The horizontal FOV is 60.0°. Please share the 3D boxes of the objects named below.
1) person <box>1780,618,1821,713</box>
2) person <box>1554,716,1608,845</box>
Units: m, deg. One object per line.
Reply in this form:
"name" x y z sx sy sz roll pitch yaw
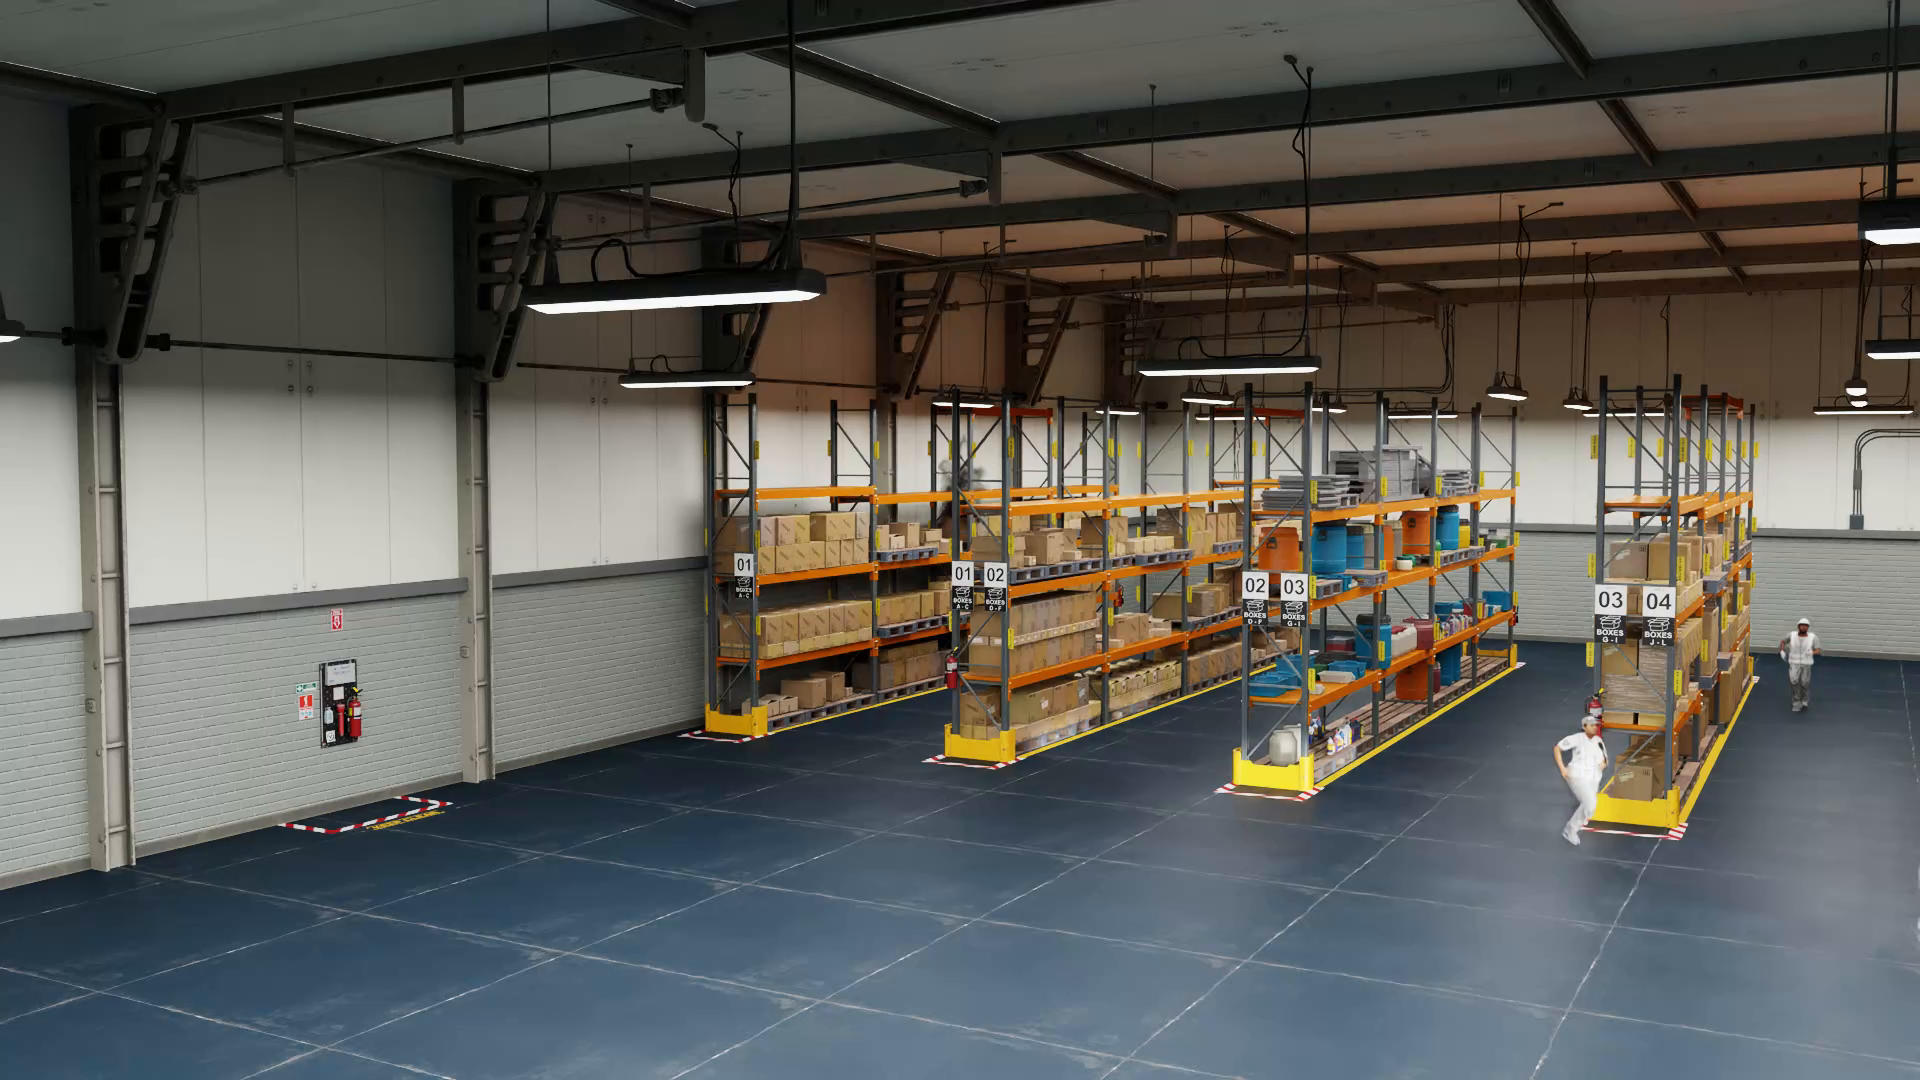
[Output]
"person" 16.122 2.411 31.905 0.690 1.818 0.769 1 3 25
"person" 7.952 3.057 21.108 0.598 1.618 0.613 -1 3 -24
